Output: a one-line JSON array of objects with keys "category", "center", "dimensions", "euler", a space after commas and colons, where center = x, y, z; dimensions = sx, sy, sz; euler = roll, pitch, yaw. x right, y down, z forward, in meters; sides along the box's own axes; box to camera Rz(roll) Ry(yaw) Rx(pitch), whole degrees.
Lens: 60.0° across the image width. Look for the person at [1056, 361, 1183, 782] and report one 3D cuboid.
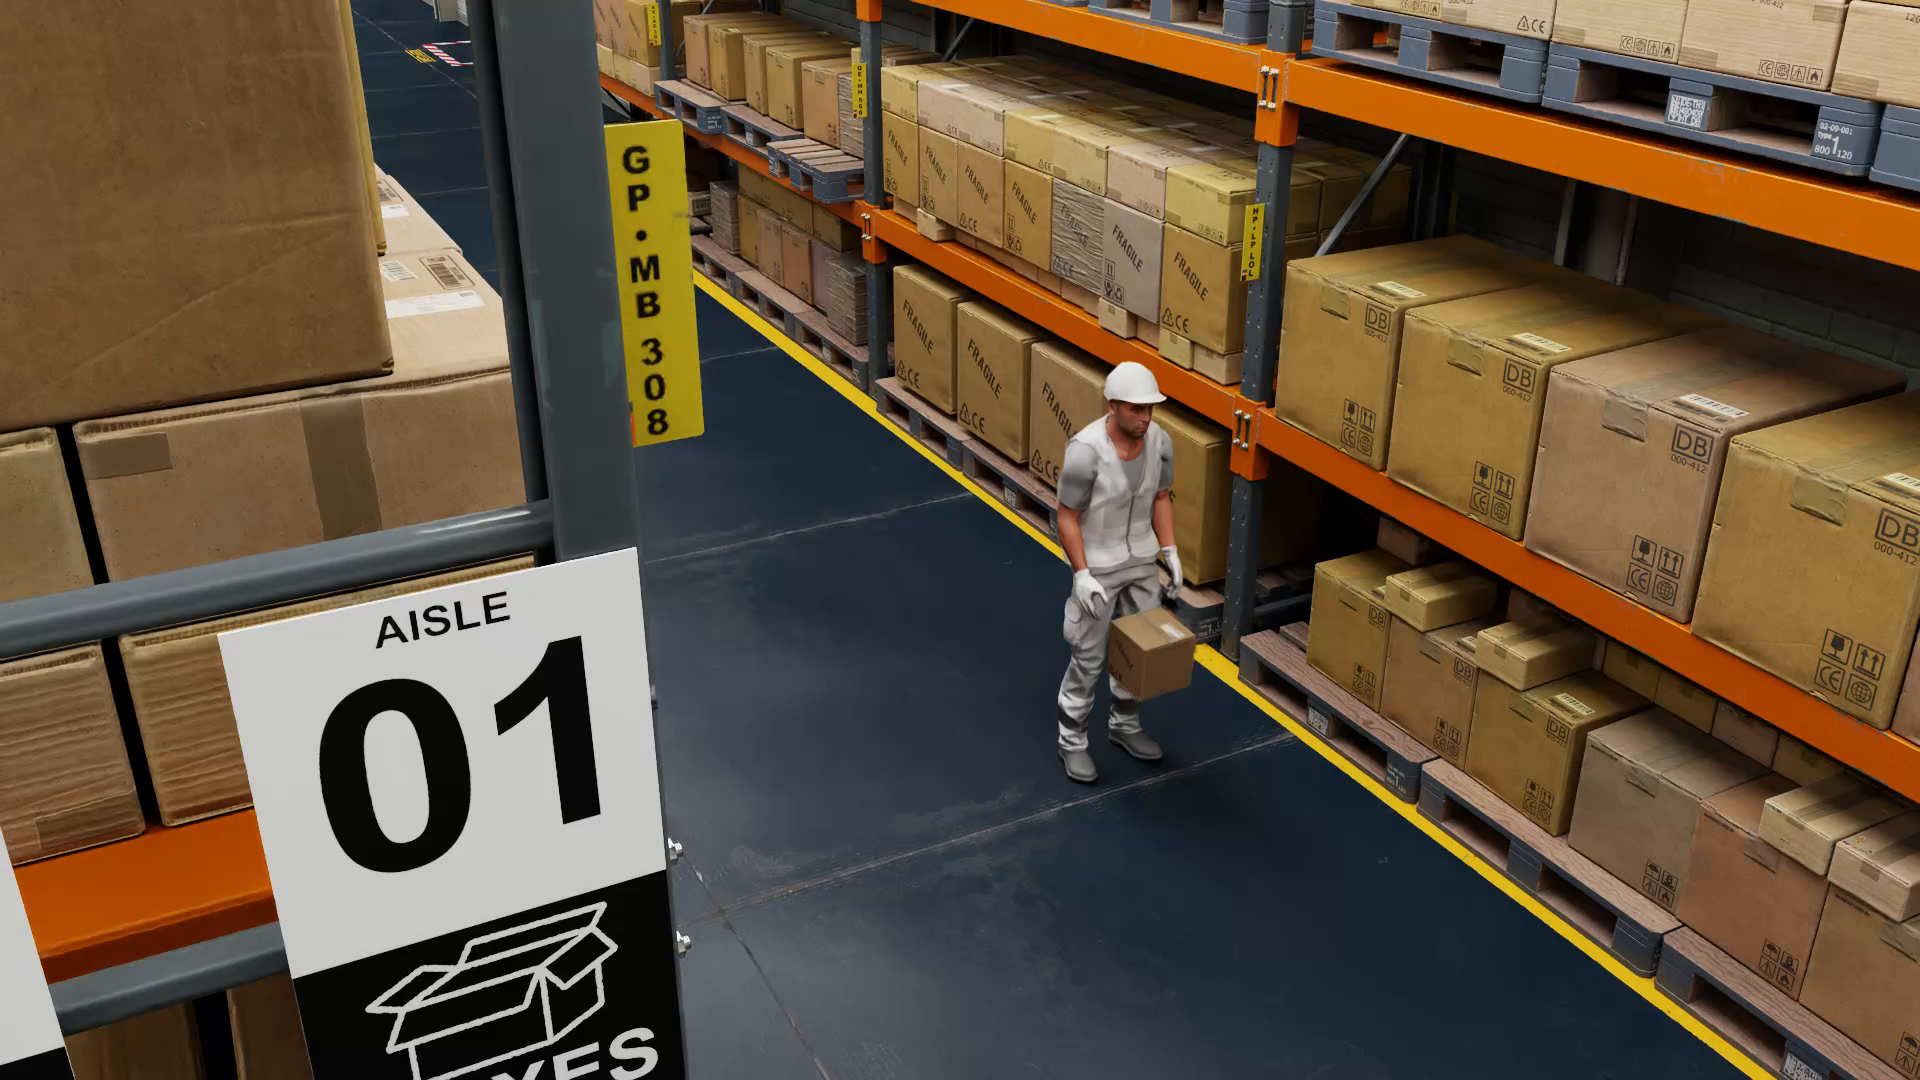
[{"category": "person", "center": [0.642, 0.112, 6.846], "dimensions": [0.547, 1.787, 0.404], "euler": [-14, 28, -26]}]
